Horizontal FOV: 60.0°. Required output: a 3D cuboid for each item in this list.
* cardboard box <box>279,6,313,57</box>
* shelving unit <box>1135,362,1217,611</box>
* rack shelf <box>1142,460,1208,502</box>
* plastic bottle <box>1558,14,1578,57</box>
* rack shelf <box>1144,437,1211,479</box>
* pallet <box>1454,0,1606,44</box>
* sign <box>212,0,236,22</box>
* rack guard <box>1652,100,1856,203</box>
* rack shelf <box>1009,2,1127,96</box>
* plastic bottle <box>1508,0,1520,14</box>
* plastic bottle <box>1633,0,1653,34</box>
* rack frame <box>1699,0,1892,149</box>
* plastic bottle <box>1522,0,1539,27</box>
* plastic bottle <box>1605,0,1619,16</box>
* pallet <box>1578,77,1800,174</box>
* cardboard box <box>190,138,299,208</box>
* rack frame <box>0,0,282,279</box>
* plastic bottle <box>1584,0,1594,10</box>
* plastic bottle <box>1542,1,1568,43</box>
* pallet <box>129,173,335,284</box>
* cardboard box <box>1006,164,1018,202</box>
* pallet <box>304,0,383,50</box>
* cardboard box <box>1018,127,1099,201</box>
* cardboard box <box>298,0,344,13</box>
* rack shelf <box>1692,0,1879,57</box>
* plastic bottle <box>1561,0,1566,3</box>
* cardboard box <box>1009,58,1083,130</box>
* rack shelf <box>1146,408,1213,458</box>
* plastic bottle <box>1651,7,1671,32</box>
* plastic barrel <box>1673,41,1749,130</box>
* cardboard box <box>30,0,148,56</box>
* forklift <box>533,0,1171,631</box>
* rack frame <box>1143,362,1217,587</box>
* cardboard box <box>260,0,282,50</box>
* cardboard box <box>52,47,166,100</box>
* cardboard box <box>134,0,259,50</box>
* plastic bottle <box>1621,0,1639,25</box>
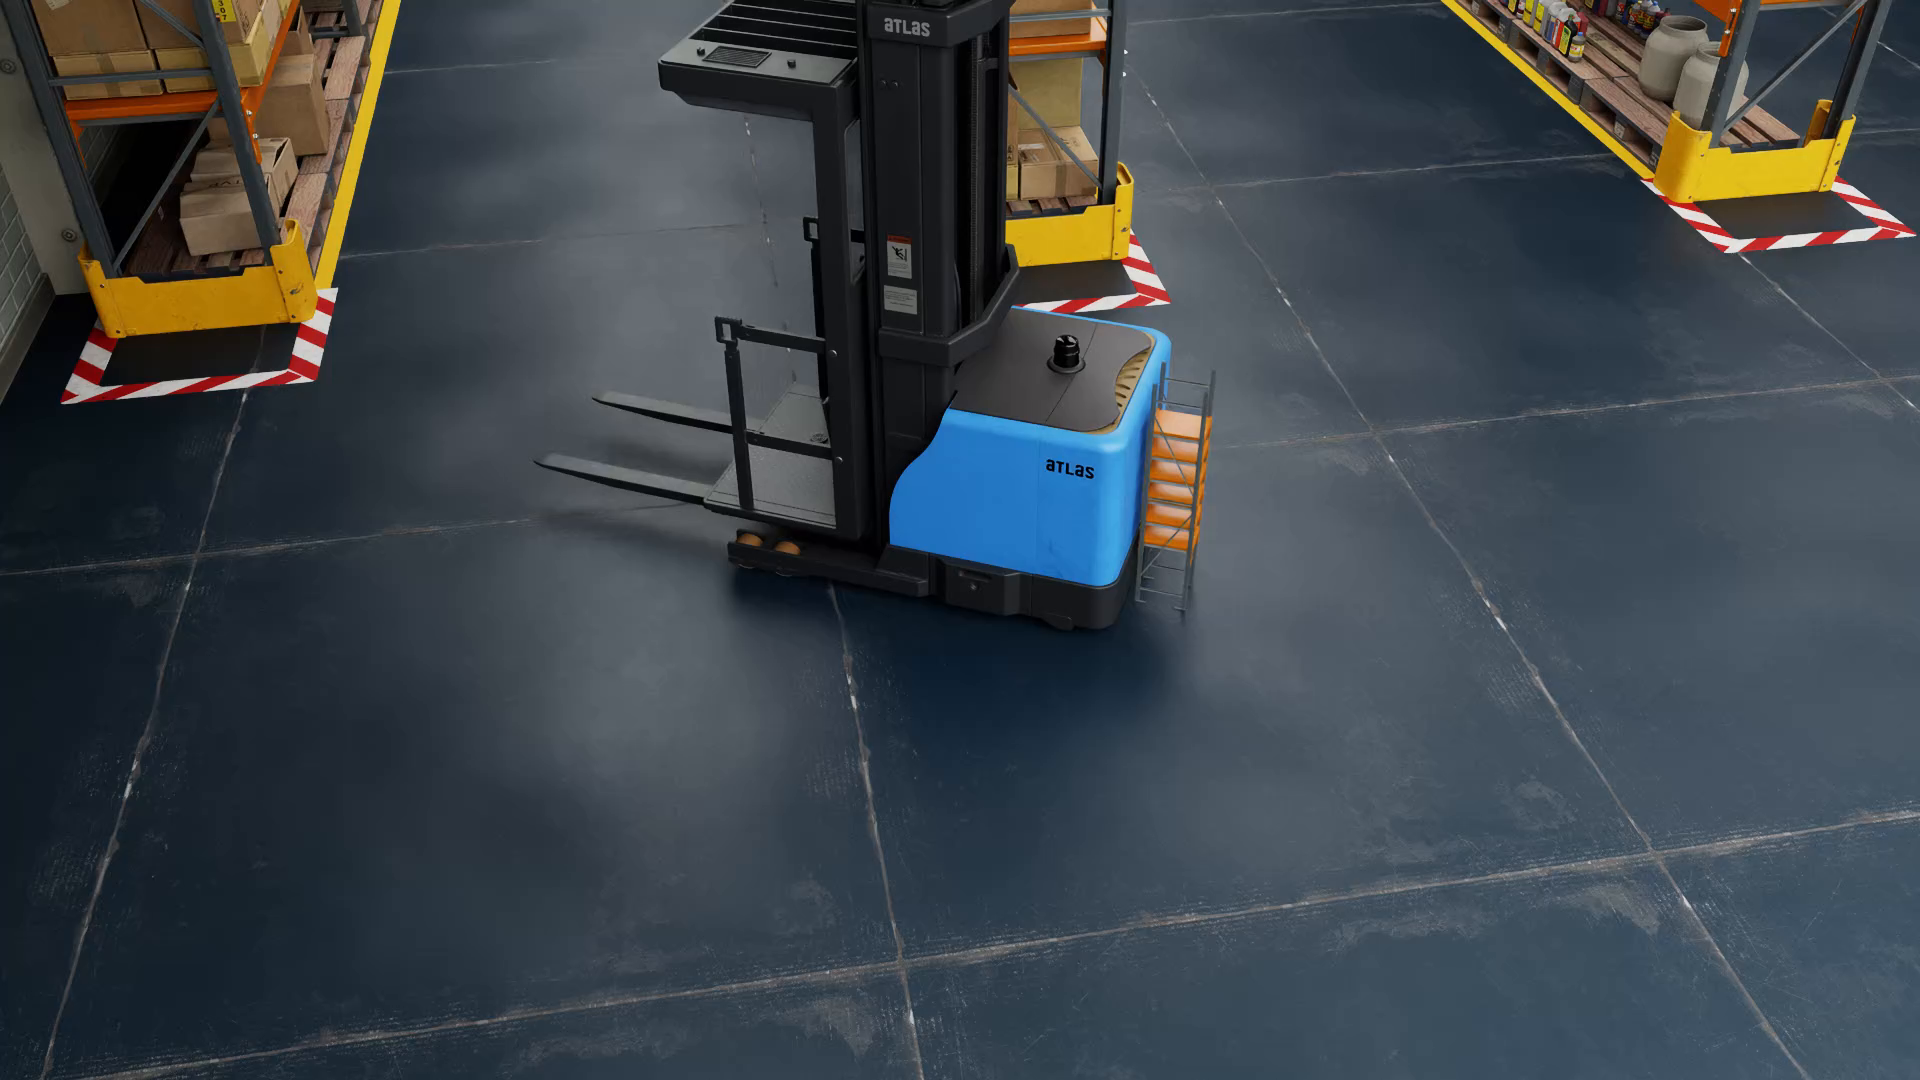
[{"bbox_3d":[-4.894,-3.451,11.825,0.500,0.500,0.500,-9,39,-11],"label":"cardboard box"},{"bbox_3d":[0.959,-0.221,7.456,0.258,1.200,0.189,11,39,13],"label":"shelving unit"},{"bbox_3d":[0.959,-0.281,7.410,0.258,0.103,0.180,11,39,13],"label":"rack shelf"},{"bbox_3d":[4.547,-3.768,12.410,0.061,0.283,0.133,-5,38,-7],"label":"plastic bottle"},{"bbox_3d":[0.959,-0.375,7.336,0.258,0.103,0.180,11,39,13],"label":"rack shelf"},{"bbox_3d":[4.715,-4.441,13.694,1.003,0.211,1.213,-6,38,-8],"label":"pallet"},{"bbox_3d":[-3.880,-2.871,8.695,0.100,0.325,0.005,-6,38,-8],"label":"sign"},{"bbox_3d":[5.279,-2.590,11.076,1.175,0.500,0.348,-6,38,-8],"label":"rack guard"},{"bbox_3d":[0.111,-3.930,11.349,1.077,0.370,4.000,-6,38,-8],"label":"rack shelf"},{"bbox_3d":[4.392,-4.303,13.099,0.061,0.283,0.133,-5,38,-6],"label":"plastic bottle"},{"bbox_3d":[5.250,-4.029,12.756,0.097,0.271,0.097,0,38,0],"label":"plastic bottle"},{"bbox_3d":[5.339,-3.536,10.257,1.000,3.000,0.127,-6,38,-8],"label":"rack frame"},{"bbox_3d":[4.478,-4.177,12.882,0.144,0.351,0.185,-7,38,-8],"label":"plastic bottle"},{"bbox_3d":[5.149,-4.283,13.079,0.152,0.276,0.135,-6,38,-7],"label":"plastic bottle"},{"bbox_3d":[5.142,-2.967,11.797,1.003,0.211,1.213,-6,38,-8],"label":"pallet"},{"bbox_3d":[-4.547,-2.354,10.569,0.500,0.311,0.500,-3,38,-4],"label":"cardboard box"},{"bbox_3d":[-4.415,-2.471,8.885,1.000,3.000,0.127,-6,38,-8],"label":"rack frame"},{"bbox_3d":[5.028,-4.358,13.170,0.061,0.283,0.133,-6,38,-8],"label":"plastic bottle"},{"bbox_3d":[4.544,-3.935,12.632,0.152,0.276,0.135,-7,38,-9],"label":"plastic bottle"},{"bbox_3d":[-4.535,-1.910,10.436,1.003,0.211,1.213,-6,38,-8],"label":"pallet"},{"bbox_3d":[0.077,-2.378,10.665,0.500,0.250,0.500,-6,38,-8],"label":"cardboard box"},{"bbox_3d":[-5.254,-4.255,13.455,1.003,0.211,1.213,-6,38,-8],"label":"pallet"},{"bbox_3d":[0.587,-2.433,10.736,0.500,0.250,0.500,-6,38,-8],"label":"cardboard box"},{"bbox_3d":[-5.261,-4.516,13.197,0.700,0.500,0.500,-5,38,-6],"label":"cardboard box"},{"bbox_3d":[4.988,-4.460,12.032,1.077,0.370,4.000,-6,38,-8],"label":"rack shelf"},{"bbox_3d":[4.620,-4.178,12.945,0.152,0.276,0.135,-6,38,-8],"label":"plastic bottle"},{"bbox_3d":[0.497,-3.031,10.895,0.500,0.500,0.500,-6,38,-8],"label":"cardboard box"},{"bbox_3d":[0.959,-0.470,7.263,0.258,0.103,0.180,11,39,13],"label":"rack shelf"},{"bbox_3d":[5.306,-3.905,12.586,0.061,0.283,0.133,-6,38,-7],"label":"plastic bottle"},{"bbox_3d":[5.148,-3.109,11.392,0.421,0.512,0.421,0,38,0],"label":"plastic barrel"},{"bbox_3d":[-4.706,-2.977,9.032,0.500,0.500,0.500,-7,38,-8],"label":"cardboard box"},{"bbox_3d":[-0.591,-1.278,7.405,3.031,2.935,1.130,11,39,14],"label":"forklift"},{"bbox_3d":[0.986,-0.275,7.526,0.240,1.200,0.006,11,39,13],"label":"rack frame"},{"bbox_3d":[-4.293,-3.060,9.750,0.500,0.250,0.500,-7,38,-9],"label":"cardboard box"},{"bbox_3d":[-4.687,-2.681,9.262,0.500,0.250,0.500,-6,38,-7],"label":"cardboard box"},{"bbox_3d":[-4.202,-3.036,9.108,0.500,0.500,0.500,-6,38,-8],"label":"cardboard box"},{"bbox_3d":[5.215,-4.151,12.913,0.097,0.271,0.097,0,38,0],"label":"plastic bottle"}]
